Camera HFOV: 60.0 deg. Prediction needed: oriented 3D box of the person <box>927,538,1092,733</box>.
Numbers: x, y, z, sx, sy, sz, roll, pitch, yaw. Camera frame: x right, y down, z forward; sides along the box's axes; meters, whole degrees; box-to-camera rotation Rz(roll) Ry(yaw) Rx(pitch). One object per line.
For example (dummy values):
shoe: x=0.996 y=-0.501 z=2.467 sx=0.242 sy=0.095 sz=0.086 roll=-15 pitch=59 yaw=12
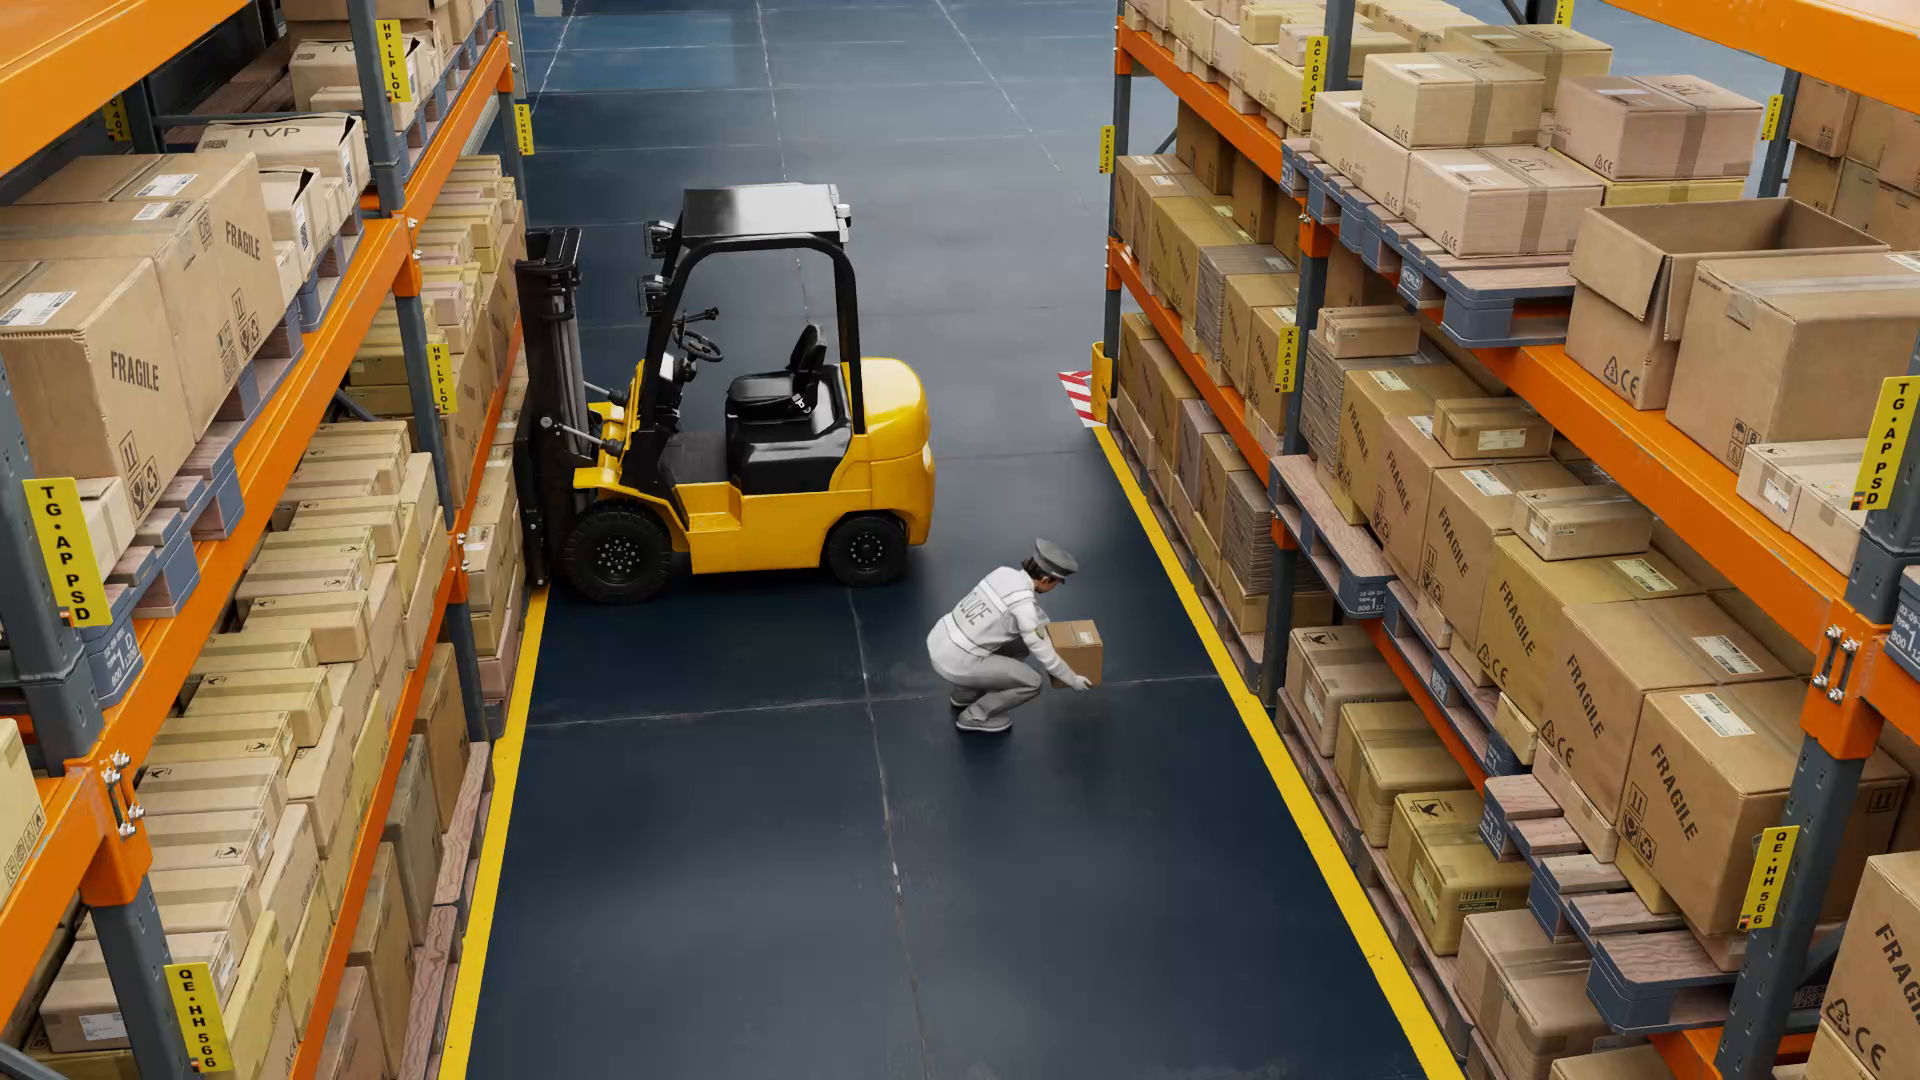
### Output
person: x=0.248 y=0.480 z=8.469 sx=0.830 sy=0.961 sz=0.495 roll=-4 pitch=28 yaw=-7
